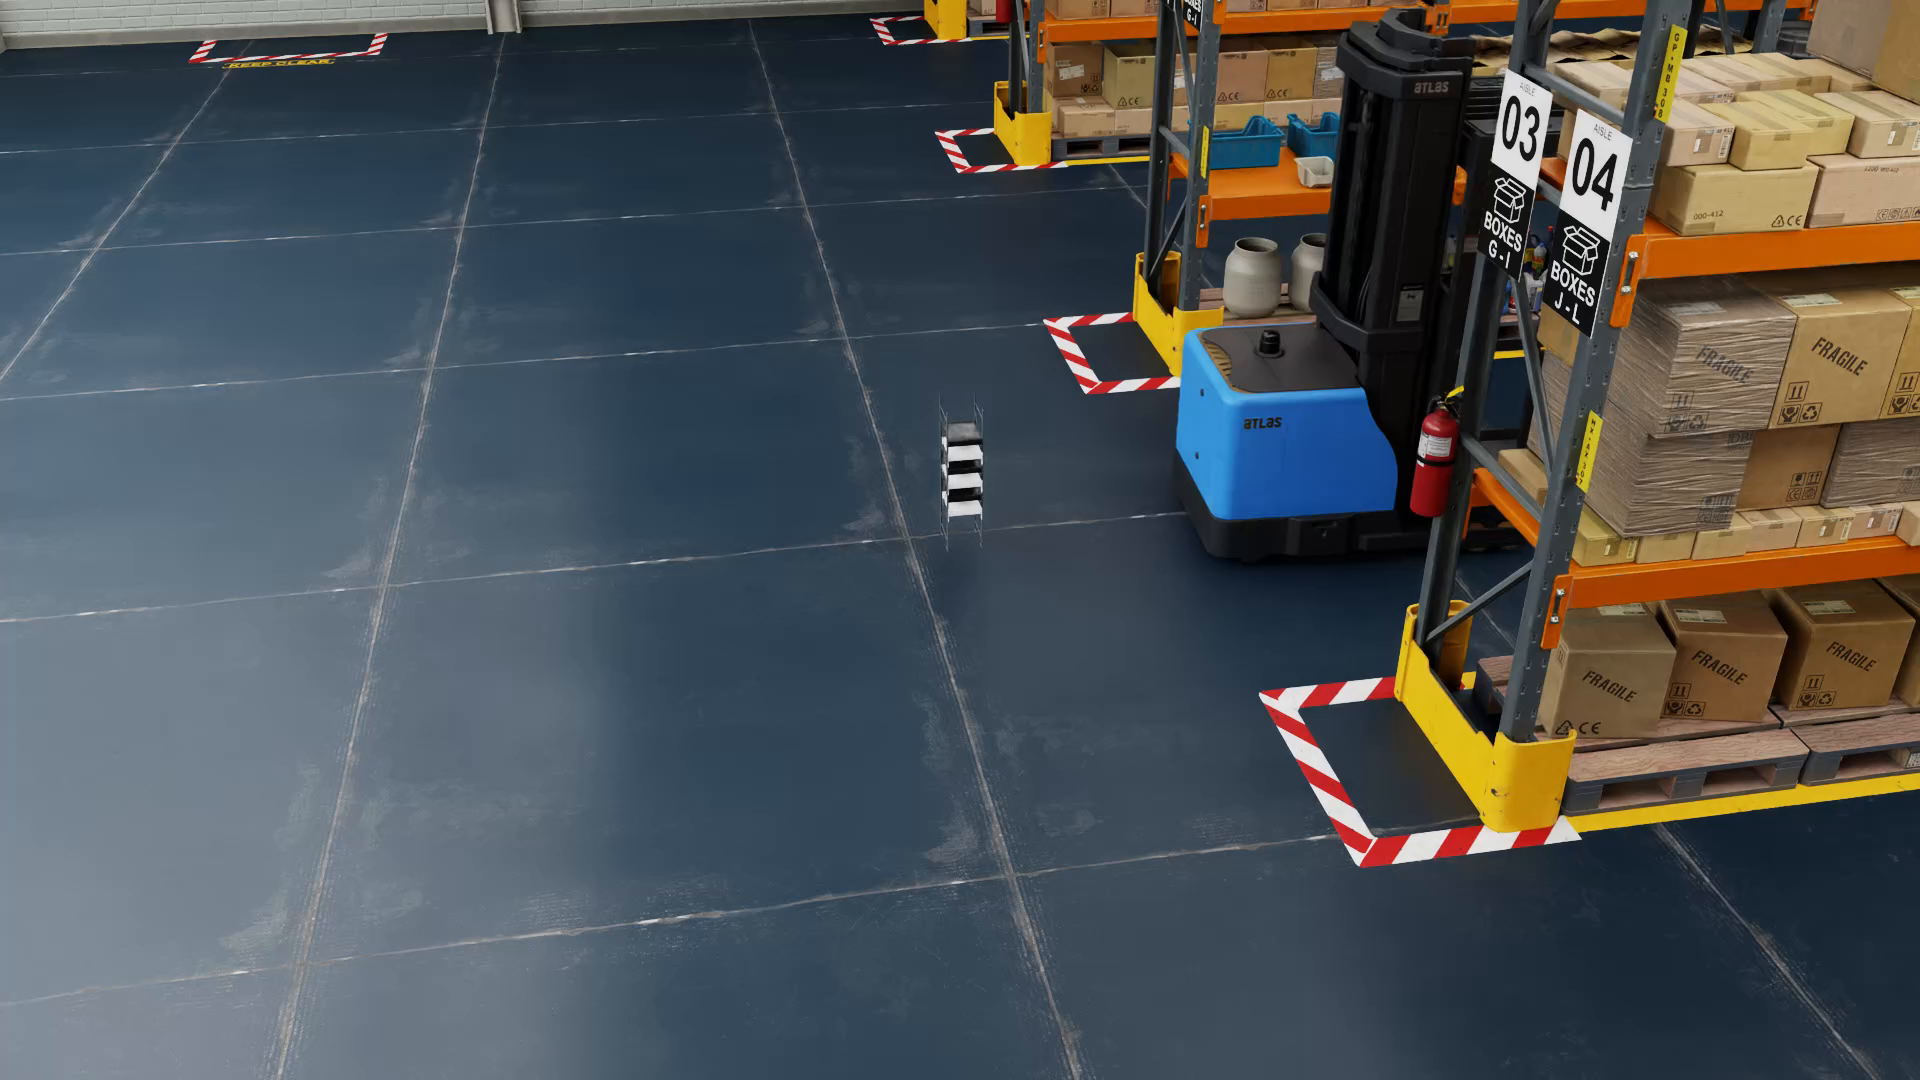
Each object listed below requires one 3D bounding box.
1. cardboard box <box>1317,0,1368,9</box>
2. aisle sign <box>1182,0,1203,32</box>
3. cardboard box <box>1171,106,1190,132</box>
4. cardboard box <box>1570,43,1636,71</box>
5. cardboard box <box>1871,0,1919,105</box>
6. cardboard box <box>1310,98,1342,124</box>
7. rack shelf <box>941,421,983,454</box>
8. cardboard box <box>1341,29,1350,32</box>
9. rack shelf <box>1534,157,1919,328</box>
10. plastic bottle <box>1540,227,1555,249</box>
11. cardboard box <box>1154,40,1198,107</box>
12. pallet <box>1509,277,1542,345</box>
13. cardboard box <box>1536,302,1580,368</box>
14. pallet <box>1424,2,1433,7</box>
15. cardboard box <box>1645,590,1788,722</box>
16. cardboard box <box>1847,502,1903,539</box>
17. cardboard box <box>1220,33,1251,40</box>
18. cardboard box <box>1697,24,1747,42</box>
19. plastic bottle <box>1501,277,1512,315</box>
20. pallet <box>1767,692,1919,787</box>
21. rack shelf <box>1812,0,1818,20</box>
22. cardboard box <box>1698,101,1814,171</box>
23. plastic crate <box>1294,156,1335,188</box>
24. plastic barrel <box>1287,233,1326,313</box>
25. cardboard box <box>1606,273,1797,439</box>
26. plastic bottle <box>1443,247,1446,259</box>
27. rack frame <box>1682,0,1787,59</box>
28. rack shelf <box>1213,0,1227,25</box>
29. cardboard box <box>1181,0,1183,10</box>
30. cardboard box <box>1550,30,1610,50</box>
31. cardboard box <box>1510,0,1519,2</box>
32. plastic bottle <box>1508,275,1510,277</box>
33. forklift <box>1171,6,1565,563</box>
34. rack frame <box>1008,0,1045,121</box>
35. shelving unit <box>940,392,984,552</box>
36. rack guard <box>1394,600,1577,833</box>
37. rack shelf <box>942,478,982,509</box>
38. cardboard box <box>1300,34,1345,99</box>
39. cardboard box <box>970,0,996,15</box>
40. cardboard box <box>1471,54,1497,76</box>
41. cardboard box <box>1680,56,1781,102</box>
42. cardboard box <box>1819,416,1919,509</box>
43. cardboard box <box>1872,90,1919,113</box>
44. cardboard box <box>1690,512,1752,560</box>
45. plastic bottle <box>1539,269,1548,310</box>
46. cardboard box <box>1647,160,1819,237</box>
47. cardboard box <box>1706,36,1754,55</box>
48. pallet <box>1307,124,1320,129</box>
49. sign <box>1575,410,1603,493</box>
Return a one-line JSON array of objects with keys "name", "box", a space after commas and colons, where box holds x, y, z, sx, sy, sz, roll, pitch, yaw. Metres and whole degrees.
[{"name": "cardboard box", "box": [3.616, -5.503, 16.166, 0.500, 0.500, 0.700, -6, 31, -9]}, {"name": "aisle sign", "box": [1.505, -3.688, 10.613, 0.004, 0.787, 0.394, -5, 31, -9]}, {"name": "cardboard box", "box": [2.185, -4.217, 16.375, 0.500, 0.250, 0.500, -5, 31, -9]}, {"name": "cardboard box", "box": [6.532, -4.847, 16.894, 0.500, 0.311, 0.500, -4, 31, -8]}, {"name": "cardboard box", "box": [3.924, -1.931, 6.345, 0.500, 0.500, 0.500, -5, 31, -9]}, {"name": "cardboard box", "box": [3.658, -4.359, 16.617, 0.500, 0.250, 0.500, -5, 31, -9]}, {"name": "rack shelf", "box": [0.008, -0.593, 9.518, 0.200, 0.077, 0.258, -5, 31, -9]}, {"name": "cardboard box", "box": [4.056, -4.988, 16.947, 0.500, 0.500, 0.500, -5, 31, -9]}, {"name": "rack shelf", "box": [4.382, -1.416, 7.064, 4.000, 0.370, 1.077, -5, 31, -9]}, {"name": "plastic bottle", "box": [4.589, -2.266, 12.939, 0.185, 0.351, 0.144, -4, 31, -8]}, {"name": "cardboard box", "box": [2.183, -4.546, 16.195, 0.500, 0.500, 0.500, -5, 31, -9]}, {"name": "pallet", "box": [4.789, -1.843, 12.790, 1.213, 0.211, 1.003, -5, 31, -9]}, {"name": "cardboard box", "box": [2.911, -1.026, 7.272, 0.500, 0.500, 0.500, -5, 31, -9]}, {"name": "pallet", "box": [5.641, -7.008, 21.574, 1.213, 0.211, 1.003, -5, 31, -9]}, {"name": "cardboard box", "box": [3.614, 0.526, 8.063, 0.500, 0.500, 0.500, 2, 31, 4]}, {"name": "cardboard box", "box": [3.966, -0.167, 7.437, 0.250, 0.149, 0.380, -5, 31, -9]}, {"name": "cardboard box", "box": [2.581, -4.850, 16.712, 0.500, 0.500, 0.500, -5, 31, -9]}, {"name": "cardboard box", "box": [7.935, -5.257, 17.590, 0.500, 0.311, 0.500, -4, 31, -7]}, {"name": "plastic bottle", "box": [3.997, -1.803, 12.229, 0.097, 0.271, 0.097, 0, 30, 0]}, {"name": "pallet", "box": [4.493, 0.778, 8.333, 1.213, 0.211, 1.003, -5, 31, -9]}, {"name": "rack shelf", "box": [10.471, -5.793, 17.467, 4.000, 0.370, 1.077, -5, 31, -9]}, {"name": "cardboard box", "box": [3.000, -1.536, 6.313, 0.250, 0.149, 0.380, -5, 31, -8]}, {"name": "plastic crate", "box": [2.461, -2.528, 11.464, 0.250, 0.136, 0.298, -5, 31, -9]}, {"name": "plastic barrel", "box": [2.649, -1.973, 12.300, 0.421, 0.512, 0.421, 0, 30, 0]}, {"name": "cardboard box", "box": [3.005, -0.767, 6.832, 0.500, 0.500, 0.500, -5, 31, -9]}, {"name": "plastic bottle", "box": [3.640, -2.144, 12.804, 0.135, 0.276, 0.152, -6, 31, -10]}, {"name": "rack frame", "box": [5.457, -3.085, 12.152, 0.127, 3.000, 1.000, -5, 31, -9]}, {"name": "rack shelf", "box": [3.490, -3.886, 11.264, 4.000, 0.370, 1.077, -5, 31, -9]}, {"name": "cardboard box", "box": [2.101, -5.362, 15.926, 0.500, 0.500, 0.700, -5, 31, -9]}, {"name": "cardboard box", "box": [6.412, -5.112, 17.344, 0.500, 0.311, 0.500, -6, 31, -10]}, {"name": "cardboard box", "box": [5.477, -5.426, 16.381, 0.250, 0.149, 0.380, -5, 31, -9]}, {"name": "plastic bottle", "box": [4.265, -2.183, 12.875, 0.097, 0.271, 0.097, 0, 30, 0]}, {"name": "forklift", "box": [2.872, -1.456, 9.448, 3.031, 2.935, 1.130, -4, 31, -6]}, {"name": "rack frame", "box": [0.634, -5.190, 15.732, 0.127, 3.000, 1.000, -5, 31, -9]}, {"name": "shelving unit", "box": [0.008, -0.389, 9.638, 0.210, 0.900, 0.258, -5, 31, -9]}, {"name": "rack guard", "box": [2.490, 0.820, 7.977, 0.348, 0.500, 1.175, -5, 31, -9]}, {"name": "rack shelf", "box": [0.008, -0.282, 9.700, 0.200, 0.077, 0.258, -5, 31, -9]}, {"name": "cardboard box", "box": [3.658, -4.683, 16.428, 0.500, 0.500, 0.500, -5, 31, -9]}, {"name": "cardboard box", "box": [0.435, -6.708, 20.533, 0.500, 0.311, 0.500, -9, 32, -15]}, {"name": "cardboard box", "box": [5.020, -4.706, 16.654, 0.500, 0.311, 0.500, -5, 31, -9]}, {"name": "cardboard box", "box": [3.158, -1.877, 6.892, 0.250, 0.149, 0.380, -7, 31, -11]}, {"name": "cardboard box", "box": [3.931, -0.588, 7.513, 0.500, 0.500, 0.875, -5, 31, -9]}, {"name": "cardboard box", "box": [3.746, -1.630, 6.473, 0.250, 0.149, 0.380, -5, 31, -9]}, {"name": "cardboard box", "box": [3.236, -0.078, 7.286, 0.250, 0.149, 0.380, -5, 31, -9]}, {"name": "plastic bottle", "box": [4.369, -1.884, 12.288, 0.185, 0.351, 0.144, -5, 31, -9]}, {"name": "cardboard box", "box": [2.935, -1.394, 6.465, 0.500, 0.250, 0.500, -4, 31, -7]}, {"name": "cardboard box", "box": [8.033, -4.987, 17.132, 0.500, 0.311, 0.500, -5, 31, -8]}, {"name": "pallet", "box": [3.779, -4.302, 16.972, 1.213, 0.211, 1.003, -5, 31, -9]}, {"name": "sign", "box": [2.513, -0.353, 6.652, 0.005, 0.325, 0.100, -5, 31, -9]}]
